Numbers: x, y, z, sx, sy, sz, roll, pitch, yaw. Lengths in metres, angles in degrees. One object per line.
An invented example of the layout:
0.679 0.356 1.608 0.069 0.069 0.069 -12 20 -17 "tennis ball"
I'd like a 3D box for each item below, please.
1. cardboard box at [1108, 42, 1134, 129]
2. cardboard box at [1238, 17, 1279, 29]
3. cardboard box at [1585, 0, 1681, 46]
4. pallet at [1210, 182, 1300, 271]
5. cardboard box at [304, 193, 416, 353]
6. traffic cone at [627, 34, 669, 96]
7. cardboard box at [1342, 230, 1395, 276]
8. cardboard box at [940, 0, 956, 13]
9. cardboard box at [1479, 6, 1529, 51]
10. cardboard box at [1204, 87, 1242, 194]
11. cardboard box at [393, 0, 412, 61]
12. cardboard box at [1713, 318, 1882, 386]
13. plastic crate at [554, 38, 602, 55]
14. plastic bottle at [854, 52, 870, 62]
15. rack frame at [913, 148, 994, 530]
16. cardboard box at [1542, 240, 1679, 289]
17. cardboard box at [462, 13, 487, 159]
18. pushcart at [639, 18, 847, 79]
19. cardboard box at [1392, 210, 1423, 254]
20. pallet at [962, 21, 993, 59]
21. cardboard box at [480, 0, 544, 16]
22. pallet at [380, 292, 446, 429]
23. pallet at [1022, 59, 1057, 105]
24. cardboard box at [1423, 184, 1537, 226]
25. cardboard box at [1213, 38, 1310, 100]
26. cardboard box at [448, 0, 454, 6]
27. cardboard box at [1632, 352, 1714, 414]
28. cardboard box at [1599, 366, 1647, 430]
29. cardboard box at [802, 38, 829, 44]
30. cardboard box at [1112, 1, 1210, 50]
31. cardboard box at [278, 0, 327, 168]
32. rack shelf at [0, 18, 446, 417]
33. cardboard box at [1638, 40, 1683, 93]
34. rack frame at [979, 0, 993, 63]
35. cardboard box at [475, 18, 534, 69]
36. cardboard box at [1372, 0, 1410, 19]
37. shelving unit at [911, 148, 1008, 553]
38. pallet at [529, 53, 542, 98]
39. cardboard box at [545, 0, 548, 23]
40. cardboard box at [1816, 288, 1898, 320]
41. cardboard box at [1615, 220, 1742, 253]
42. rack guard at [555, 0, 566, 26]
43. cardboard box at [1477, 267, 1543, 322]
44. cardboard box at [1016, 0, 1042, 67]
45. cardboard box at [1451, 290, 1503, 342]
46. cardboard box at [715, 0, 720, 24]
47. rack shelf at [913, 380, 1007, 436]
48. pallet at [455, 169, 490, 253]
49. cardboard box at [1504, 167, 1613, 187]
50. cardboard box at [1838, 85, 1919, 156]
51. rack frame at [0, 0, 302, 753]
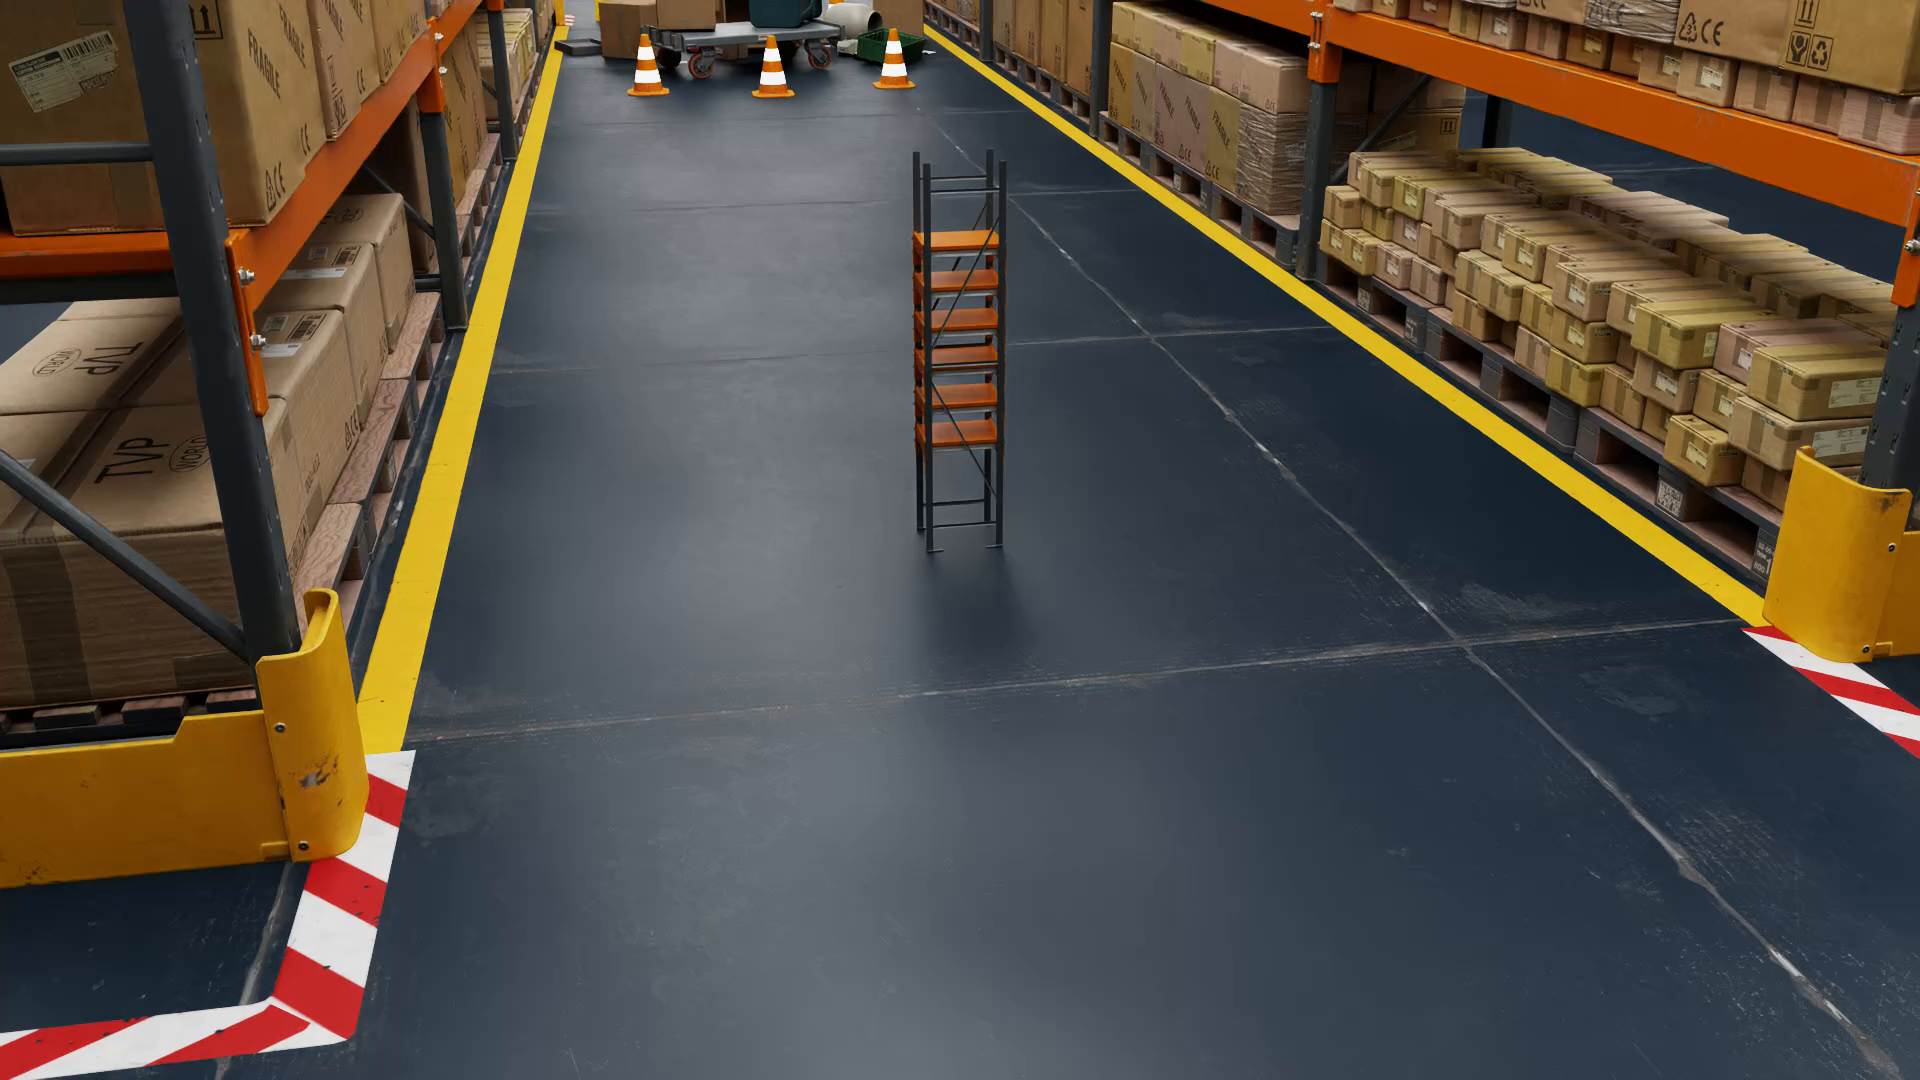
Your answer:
1.300 -3.014 11.003 0.500 0.500 0.500 -5 24 -12 "cardboard box"
1.987 -3.007 10.048 0.500 0.250 0.500 -4 24 -9 "cardboard box"
2.370 -1.859 5.263 0.500 0.500 0.500 -4 24 -10 "cardboard box"
2.014 -1.719 8.923 1.003 0.211 1.213 -4 24 -10 "pallet"
-2.675 -1.048 6.579 0.875 0.438 0.875 -5 24 -11 "cardboard box"
-2.560 -3.885 13.567 0.336 0.463 0.334 -4 24 -10 "traffic cone"
1.961 -1.306 7.529 0.380 0.149 0.250 -4 24 -8 "cardboard box"
0.296 -6.022 17.421 0.875 0.875 0.875 -5 24 -11 "cardboard box"
2.182 -1.926 6.226 0.380 0.149 0.250 -3 24 -7 "cardboard box"
1.681 -2.212 9.166 0.500 0.500 0.500 -5 24 -11 "cardboard box"
-2.249 -1.965 5.877 0.500 0.500 0.500 -5 24 -11 "cardboard box"
2.563 -0.569 5.099 0.380 0.149 0.250 -4 24 -9 "cardboard box"
-3.650 -4.772 16.076 0.402 0.080 0.583 -13 27 -28 "plastic crate"
-0.854 -4.488 15.450 0.133 0.061 0.283 -19 30 -37 "plastic bottle"
-0.020 -0.592 5.105 0.240 1.200 0.006 -4 24 -10 "rack frame"
2.360 -0.981 6.043 0.380 0.149 0.250 -5 24 -12 "cardboard box"
-3.380 -2.799 10.042 0.875 0.875 0.875 -5 24 -10 "cardboard box"
-1.934 -4.419 14.895 1.648 0.377 0.936 -13 27 -28 "pushcart"
2.128 -1.361 7.284 0.380 0.149 0.250 -4 24 -10 "cardboard box"
0.617 -4.865 16.125 1.003 0.211 1.213 -4 24 -10 "pallet"
-4.009 -4.960 14.832 0.500 0.500 0.500 -3 24 -7 "cardboard box"
-2.622 -0.702 6.594 1.003 0.211 1.213 -4 24 -10 "pallet"
1.126 -3.781 13.644 1.003 0.211 1.213 -4 24 -10 "pallet"
2.178 -1.390 6.978 0.380 0.149 0.250 -5 24 -11 "cardboard box"
1.692 -2.559 9.023 0.500 0.250 0.500 -3 24 -7 "cardboard box"
-2.605 -2.612 7.671 0.500 0.250 0.500 -5 24 -11 "cardboard box"
2.424 -0.531 5.383 0.380 0.149 0.250 -5 24 -12 "cardboard box"
2.427 -0.496 5.674 0.380 0.149 0.250 -4 24 -9 "cardboard box"
-1.447 -5.125 16.652 0.396 0.266 0.258 0 24 -1 "cardboard box"
1.310 -3.366 10.871 0.500 0.250 0.500 -5 24 -12 "cardboard box"
-1.874 -1.165 4.044 0.500 0.500 0.500 -5 24 -11 "cardboard box"
-2.316 -1.169 5.077 1.077 0.370 4.000 -4 24 -10 "rack shelf"
2.401 -1.513 5.279 0.380 0.149 0.250 -5 24 -12 "cardboard box"
0.681 -5.838 14.869 1.000 3.000 0.127 -4 24 -10 "rack frame"
-3.930 -3.931 13.262 0.950 0.372 0.625 -3 24 -6 "cardboard box"
2.011 -2.344 7.184 0.380 0.149 0.250 -4 24 -8 "cardboard box"
-0.003 -0.556 5.023 0.258 1.200 0.189 -4 24 -10 "shelving unit"
-4.020 -3.848 13.796 1.003 0.211 1.213 -4 24 -10 "pallet"
-4.220 -5.034 15.939 0.500 0.250 0.500 -5 24 -10 "cardboard box"
3.047 -0.716 5.435 0.380 0.149 0.250 -4 24 -10 "cardboard box"
2.733 -1.116 6.351 0.380 0.149 0.250 -4 24 -10 "cardboard box"
-4.891 -5.830 17.973 1.175 0.500 0.348 -4 24 -10 "rack guard"
2.208 -0.942 6.325 0.380 0.149 0.250 -4 24 -9 "cardboard box"
1.058 -4.382 13.822 1.050 0.750 0.750 -4 24 -10 "cardboard box"
2.191 -0.903 6.607 0.380 0.149 0.250 -5 24 -11 "cardboard box"
-2.092 -5.358 16.888 0.637 0.503 0.797 18 29 36 "cardboard box"
-0.003 -0.405 5.089 0.258 0.103 0.180 -4 24 -10 "rack shelf"
-3.132 -1.786 9.076 1.003 0.211 1.213 -4 24 -10 "pallet"
2.621 -1.534 7.309 0.380 0.149 0.250 -5 24 -10 "cardboard box"
2.561 -1.110 4.358 0.380 0.149 0.250 -4 24 -10 "cardboard box"
-1.946 -0.712 3.132 1.000 3.000 0.127 -4 24 -10 "rack frame"
